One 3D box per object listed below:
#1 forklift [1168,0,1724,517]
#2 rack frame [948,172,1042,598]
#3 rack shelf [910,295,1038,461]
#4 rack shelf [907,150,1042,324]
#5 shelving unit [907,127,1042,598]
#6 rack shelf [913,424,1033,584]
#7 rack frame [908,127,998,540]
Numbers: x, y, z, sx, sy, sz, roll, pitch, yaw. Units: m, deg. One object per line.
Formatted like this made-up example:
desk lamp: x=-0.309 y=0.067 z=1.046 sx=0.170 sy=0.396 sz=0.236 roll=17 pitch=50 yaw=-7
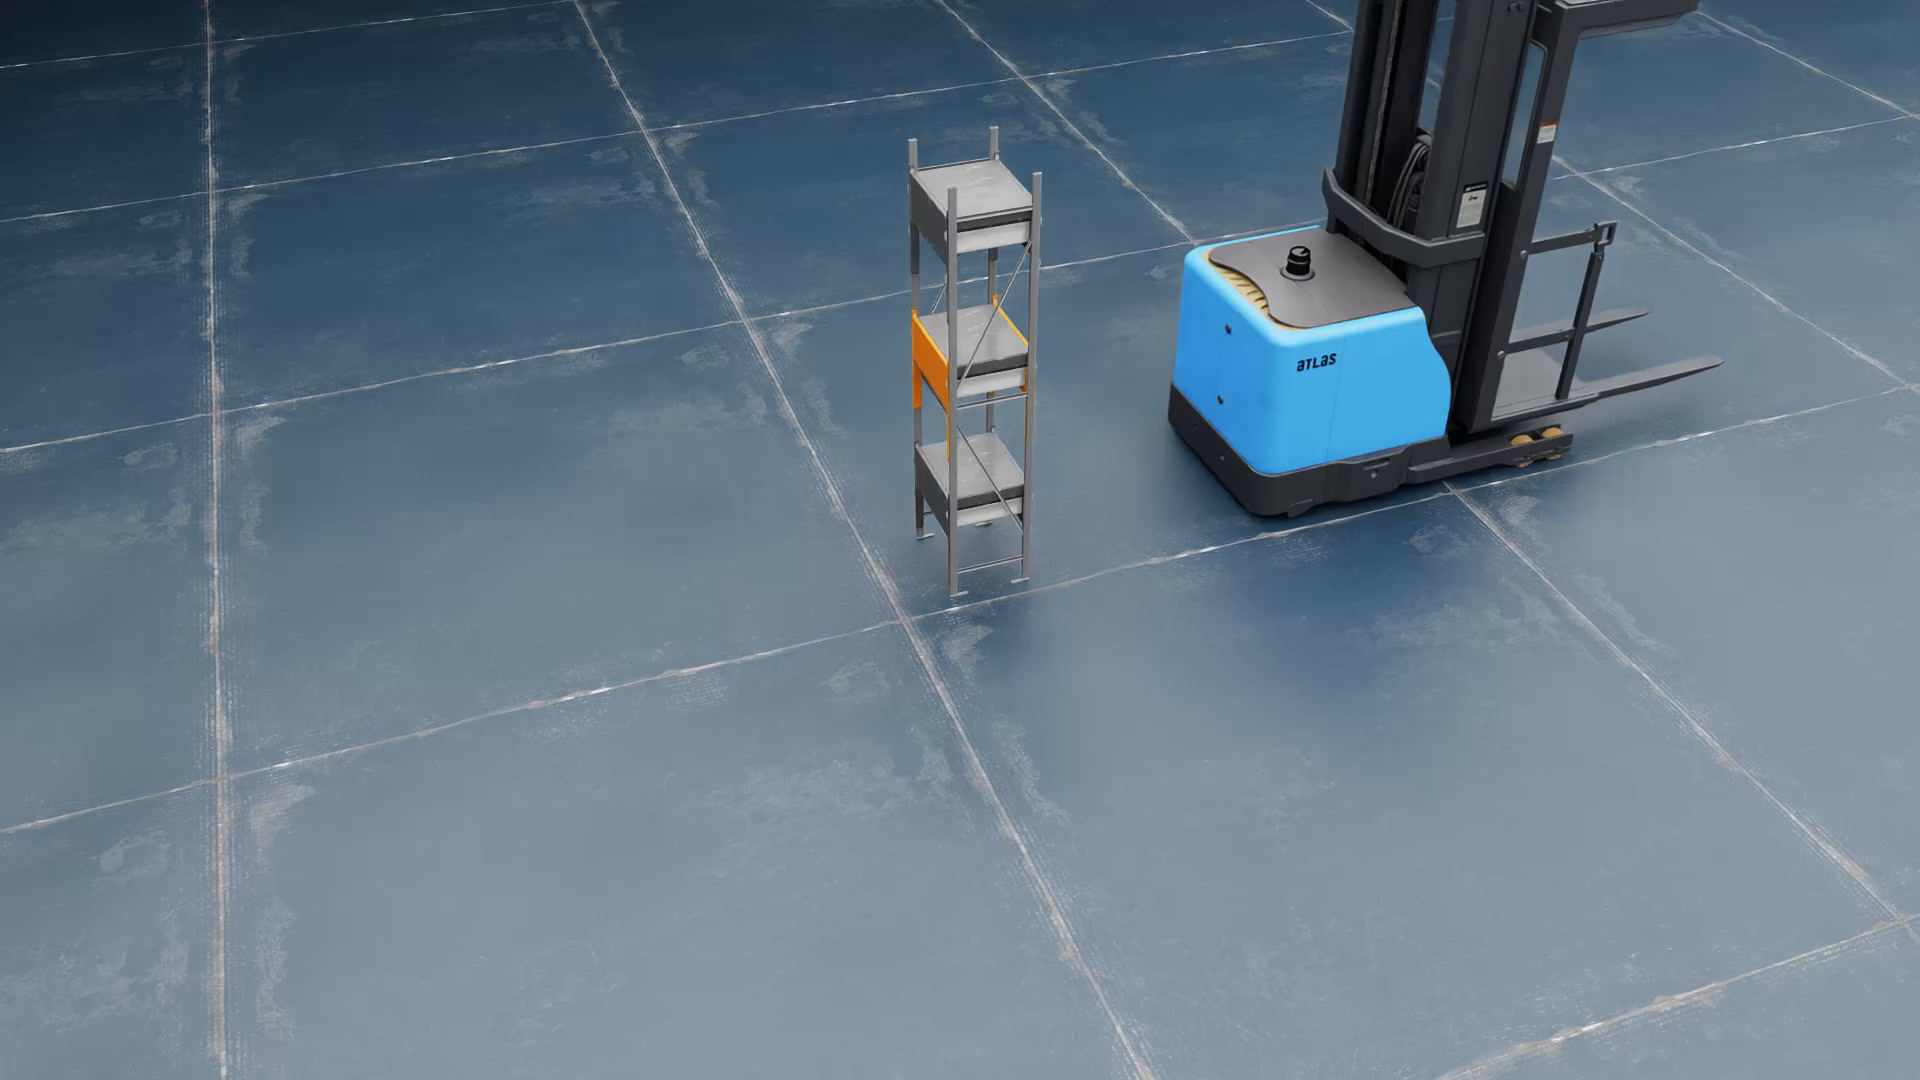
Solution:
forklift: x=2.694 y=-1.838 z=8.255 sx=3.031 sy=2.935 sz=1.130 roll=-13 pitch=39 yaw=-17
rack frame: x=0.141 y=-0.607 z=7.311 sx=0.400 sy=2.100 sz=0.015 roll=-12 pitch=39 yaw=-16
rack shelf: x=0.057 y=-0.734 z=7.502 sx=0.431 sy=0.518 sz=0.480 roll=-12 pitch=39 yaw=-16
rack shelf: x=0.057 y=-1.293 z=7.081 sx=0.431 sy=0.518 sz=0.480 roll=-12 pitch=39 yaw=-16
shelving unit: x=0.057 y=-0.745 z=7.494 sx=0.431 sy=2.100 sz=0.503 roll=-12 pitch=39 yaw=-16
rack shelf: x=0.057 y=-0.175 z=7.923 sx=0.431 sy=0.518 sz=0.480 roll=-12 pitch=39 yaw=-16
rack frame: x=-0.027 y=-0.883 z=7.677 sx=0.400 sy=2.100 sz=0.015 roll=-12 pitch=39 yaw=-16
